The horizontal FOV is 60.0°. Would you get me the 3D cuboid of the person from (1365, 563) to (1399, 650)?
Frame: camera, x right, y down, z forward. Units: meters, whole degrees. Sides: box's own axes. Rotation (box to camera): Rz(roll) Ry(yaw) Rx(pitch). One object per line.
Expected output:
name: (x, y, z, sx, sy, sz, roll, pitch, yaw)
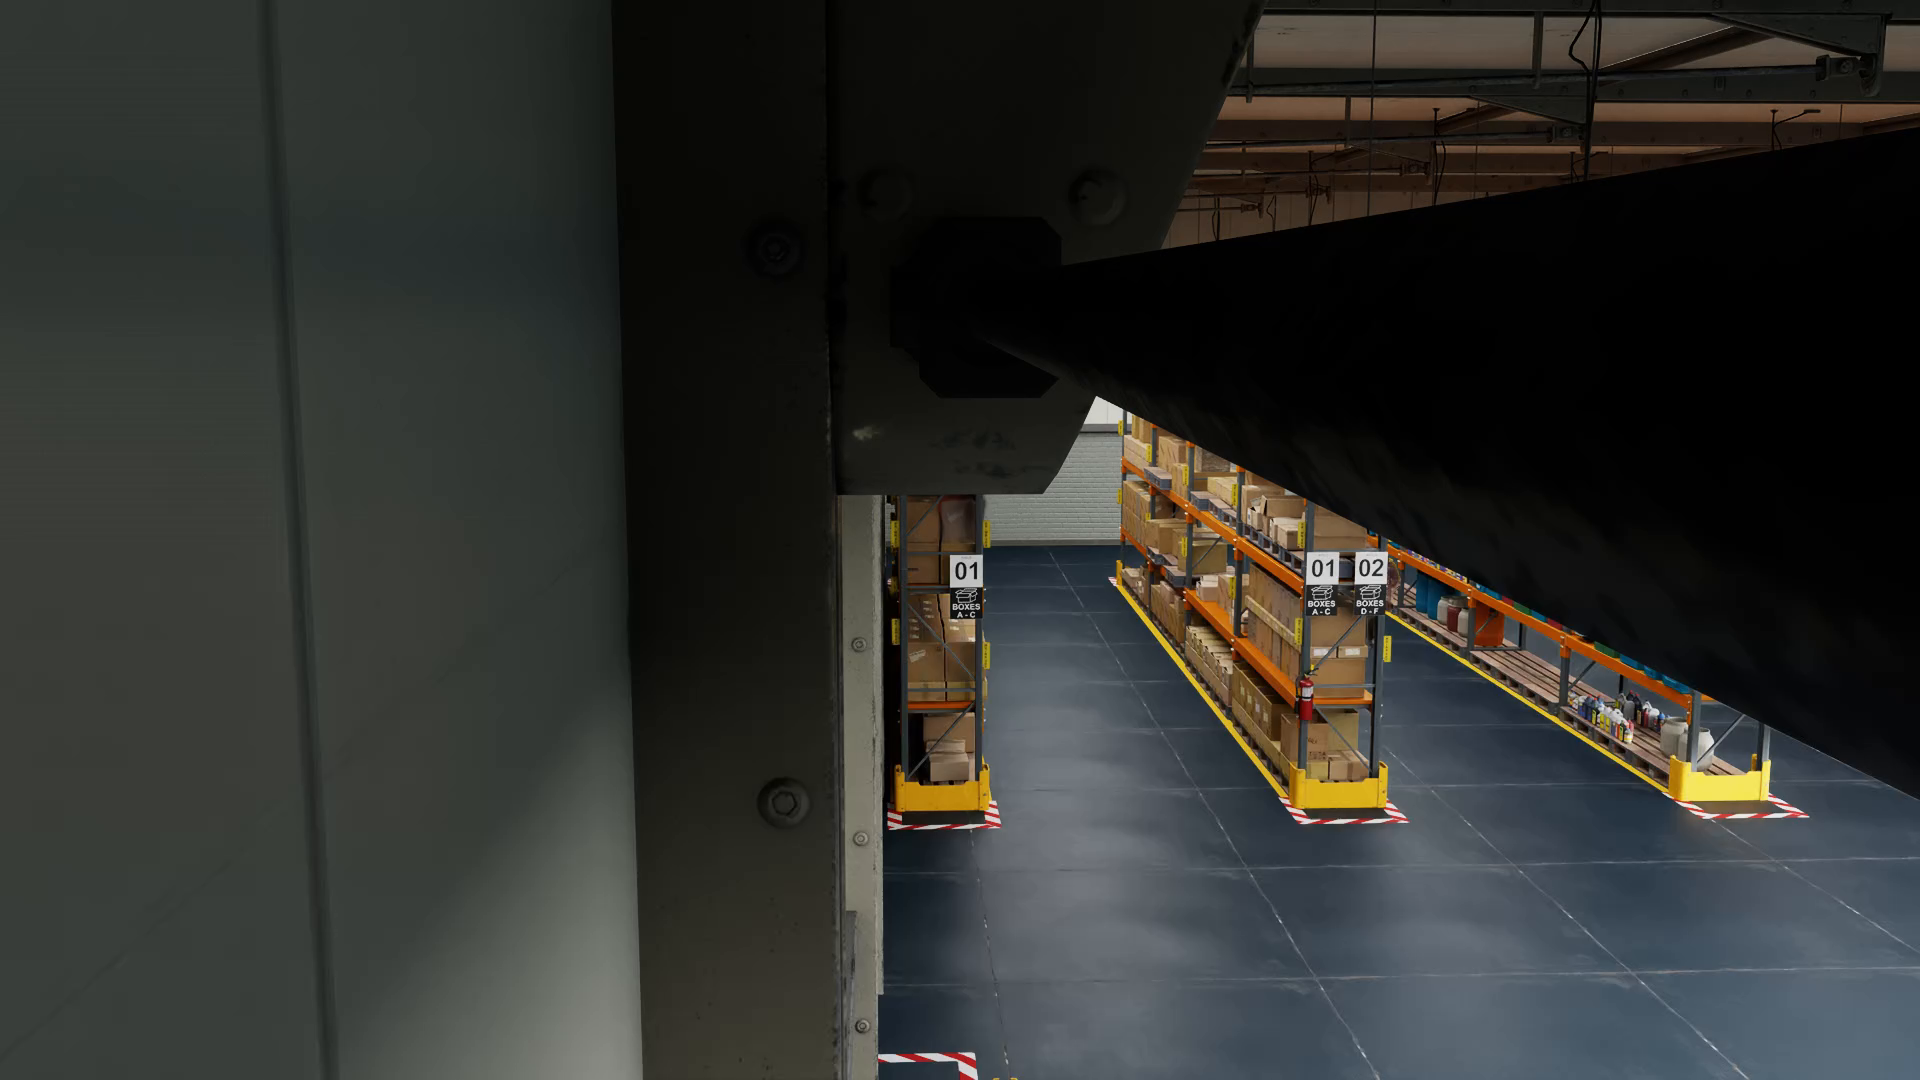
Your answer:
person: (7.525, 1.077, 29.857, 0.691, 1.819, 0.780, 0, 8, 3)
